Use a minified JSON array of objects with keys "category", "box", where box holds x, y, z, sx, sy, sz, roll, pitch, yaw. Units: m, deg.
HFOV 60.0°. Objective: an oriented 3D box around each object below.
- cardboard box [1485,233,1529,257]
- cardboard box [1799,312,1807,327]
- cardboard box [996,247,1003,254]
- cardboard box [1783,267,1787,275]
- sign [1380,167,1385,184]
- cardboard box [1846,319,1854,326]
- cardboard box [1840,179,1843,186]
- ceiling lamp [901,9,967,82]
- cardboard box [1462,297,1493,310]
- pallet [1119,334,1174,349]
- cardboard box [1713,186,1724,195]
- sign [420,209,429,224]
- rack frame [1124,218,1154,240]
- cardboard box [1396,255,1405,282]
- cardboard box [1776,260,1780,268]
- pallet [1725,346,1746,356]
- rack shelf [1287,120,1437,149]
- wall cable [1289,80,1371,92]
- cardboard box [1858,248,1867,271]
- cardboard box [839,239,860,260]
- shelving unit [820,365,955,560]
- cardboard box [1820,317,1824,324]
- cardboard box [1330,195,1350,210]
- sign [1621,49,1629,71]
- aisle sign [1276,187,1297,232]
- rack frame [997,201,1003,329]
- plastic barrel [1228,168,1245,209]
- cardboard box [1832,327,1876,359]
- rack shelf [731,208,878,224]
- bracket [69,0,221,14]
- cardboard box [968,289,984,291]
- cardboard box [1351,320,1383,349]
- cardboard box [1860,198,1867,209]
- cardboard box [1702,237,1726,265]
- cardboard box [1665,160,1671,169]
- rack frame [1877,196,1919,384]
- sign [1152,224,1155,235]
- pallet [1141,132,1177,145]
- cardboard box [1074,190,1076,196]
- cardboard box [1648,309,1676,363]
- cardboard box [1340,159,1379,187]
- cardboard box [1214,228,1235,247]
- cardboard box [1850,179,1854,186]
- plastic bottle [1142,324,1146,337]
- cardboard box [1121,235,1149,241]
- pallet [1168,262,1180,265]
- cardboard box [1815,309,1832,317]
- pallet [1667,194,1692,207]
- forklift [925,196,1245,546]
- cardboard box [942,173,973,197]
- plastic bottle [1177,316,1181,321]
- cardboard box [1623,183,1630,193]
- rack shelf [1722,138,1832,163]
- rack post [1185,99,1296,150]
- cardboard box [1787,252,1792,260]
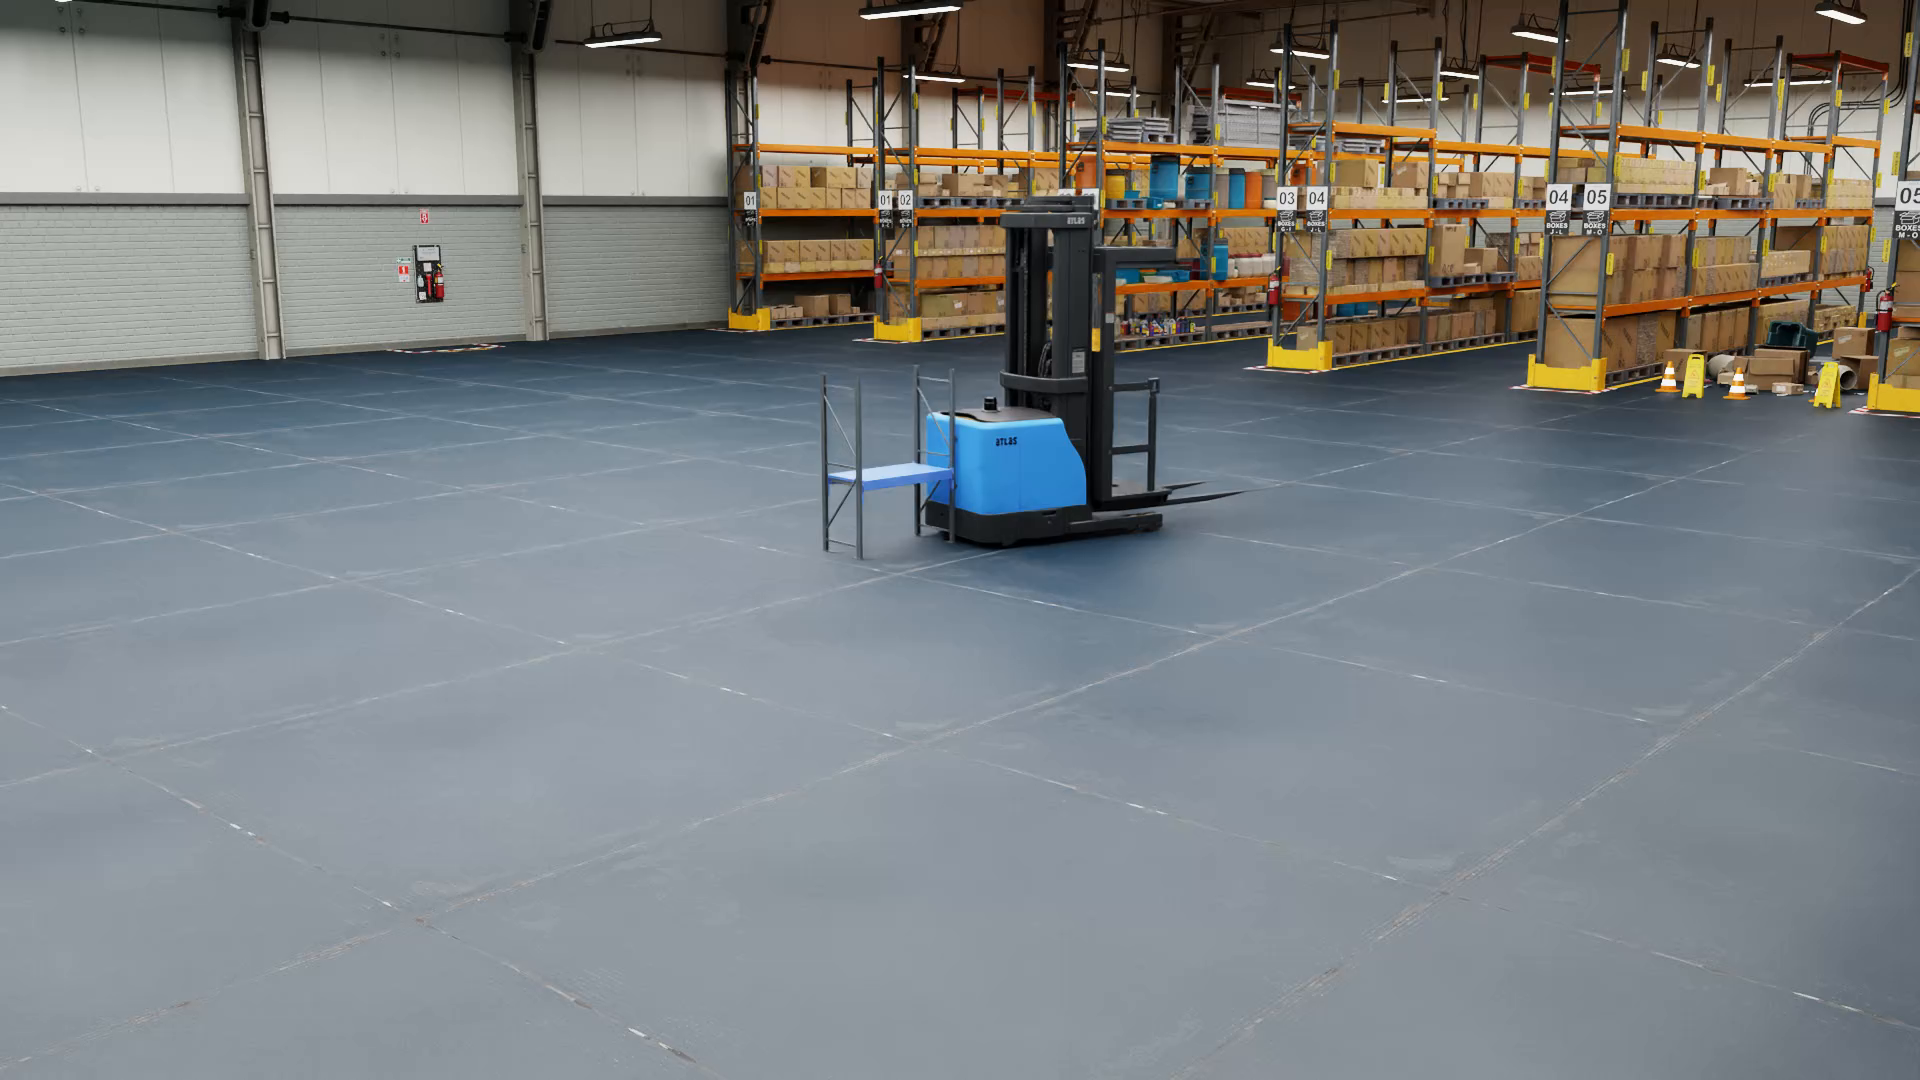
[{"category":"cardboard box","box":[11.862,-6.403,36.045,0.797,0.503,0.637,10,15,42]},{"category":"cardboard box","box":[17.367,-4.528,34.782,0.500,0.500,0.500,9,15,39]},{"category":"cardboard box","box":[0.761,-6.635,38.112,0.380,0.149,0.250,10,15,40]},{"category":"cardboard box","box":[16.519,-5.457,33.691,0.380,0.149,0.250,9,14,39]},{"category":"sign","box":[8.307,-7.157,32.652,0.100,0.325,0.005,10,15,40]},{"category":"cardboard box","box":[20.022,-4.930,37.693,0.380,0.149,0.250,10,15,42]},{"category":"cardboard box","box":[18.729,-7.692,35.743,0.380,0.149,0.250,9,15,39]},{"category":"ceiling lamp","box":[-0.417,-12.511,39.223,0.800,3.185,2.000,10,15,40]},{"category":"cardboard box","box":[10.947,-5.012,35.240,0.500,0.250,0.500,11,15,43]},{"category":"pallet","box":[3.726,-4.168,34.787,1.003,0.211,1.213,10,15,40]},{"category":"cardboard box","box":[13.506,-6.287,29.937,0.380,0.149,0.250,10,15,40]},{"category":"sign","box":[-10.965,-6.623,34.043,0.001,0.298,0.199,10,15,40]},{"category":"rack frame","box":[5.485,-8.855,51.137,1.000,3.000,0.127,10,15,40]},{"category":"cardboard box","box":[8.026,-5.236,32.003,0.875,0.500,0.500,10,15,40]},{"category":"cardboard box","box":[16.178,-5.528,33.289,0.380,0.149,0.250,10,15,40]},{"category":"pallet","box":[14.449,-3.627,32.081,1.003,0.211,1.213,10,15,40]},{"category":"rack shelf","box":[7.406,-7.462,30.689,1.077,0.370,4.000,10,15,40]},{"category":"wall cable","box":[11.519,-13.187,52.543,3.097,2.526,0.112,10,15,40]},{"category":"cardboard box","box":[20.203,-6.373,37.696,0.500,0.500,0.500,10,15,41]},{"category":"cardboard box","box":[-2.841,-7.210,41.317,0.500,0.500,0.500,10,15,40]},{"category":"shelving unit","box":[-0.597,-0.673,14.000,1.048,1.500,0.538,-10,15,-41]},{"category":"cardboard box","box":[18.560,-4.784,36.200,0.380,0.149,0.250,9,14,37]},{"category":"cardboard box","box":[6.598,-6.015,29.641,0.500,0.250,0.500,10,15,42]},{"category":"sign","box":[10.158,-7.329,25.388,0.100,0.325,0.005,10,15,40]},{"category":"aisle sign","box":[5.820,-5.884,29.626,0.394,0.787,0.004,10,15,40]},{"category":"rack frame","box":[1.288,-6.450,39.094,1.000,3.000,0.127,10,15,40]},{"category":"plastic barrel","box":[6.042,-7.821,37.021,0.600,0.901,0.708,10,15,40]},{"category":"cardboard box","box":[14.814,-3.258,27.564,0.500,0.500,0.500,10,15,40]},{"category":"rack shelf","box":[-3.756,-7.914,40.601,1.077,0.370,4.000,10,15,40]},{"category":"bracket","box":[-14.905,-9.169,28.201,0.076,0.066,4.783,10,15,40]},{"category":"cardboard box","box":[0.422,-5.573,38.736,0.500,0.500,0.500,10,15,40]},{"category":"cardboard box","box":[7.709,-3.908,31.679,0.500,0.500,0.500,8,14,35]},{"category":"cardboard box","box":[19.874,-7.498,37.067,0.500,0.250,0.500,10,15,40]},{"category":"cardboard box","box":[13.715,-5.350,30.779,0.700,0.500,0.500,10,15,40]},{"category":"cardboard box","box":[11.550,-6.225,27.590,0.380,0.149,0.250,10,15,40]},{"category":"rack frame","box":[13.530,-3.299,23.317,1.000,3.000,0.127,10,15,40]},{"category":"sign","box":[5.884,-9.467,50.639,0.100,0.325,0.005,10,15,40]},{"category":"pallet","box":[3.677,-8.157,33.827,1.003,0.211,1.213,10,15,40]},{"category":"cardboard box","box":[2.596,-8.326,40.142,0.500,0.250,0.500,8,14,36]},{"category":"cardboard box","box":[11.918,-3.593,29.142,0.875,0.875,0.875,10,15,41]},{"category":"cardboard box","box":[7.269,-6.674,30.269,0.500,0.500,0.500,10,15,40]},{"category":"cardboard box","box":[7.091,-8.199,45.044,0.500,0.500,0.500,10,15,42]},{"category":"cardboard box","box":[19.276,-7.805,36.311,0.380,0.149,0.250,9,15,39]},{"category":"plastic bottle","box":[3.796,-4.324,34.296,0.097,0.271,0.097,0,11,0]},{"category":"cardboard box","box":[5.156,-8.926,50.726,0.980,0.700,0.700,11,16,43]},{"category":"pallet","box":[5.208,-7.231,43.495,1.003,0.211,1.213,10,15,40]},{"category":"cardboard box","box":[18.790,-4.957,36.310,0.380,0.149,0.250,10,15,42]},{"category":"pallet","box":[11.838,-5.821,28.512,1.003,0.211,1.213,10,15,40]},{"category":"forklift","box":[1.216,-1.575,14.865,3.031,2.935,1.130,-7,13,-31]},{"category":"cardboard box","box":[-0.051,-7.865,36.835,0.500,0.500,0.500,10,15,40]},{"category":"plastic bottle","box":[4.689,-4.612,35.533,0.144,0.351,0.185,10,15,40]},{"category":"cardboard box","box":[10.380,-5.573,26.360,0.380,0.149,0.250,10,15,41]},{"category":"rack shelf","box":[16.346,-7.788,33.335,1.077,0.370,4.000,10,15,40]},{"category":"rack post","box":[6.241,-9.149,36.784,1.013,1.000,3.121,10,15,40]},{"category":"cardboard box","box":[16.687,-5.788,33.830,0.380,0.149,0.250,9,14,38]}]
